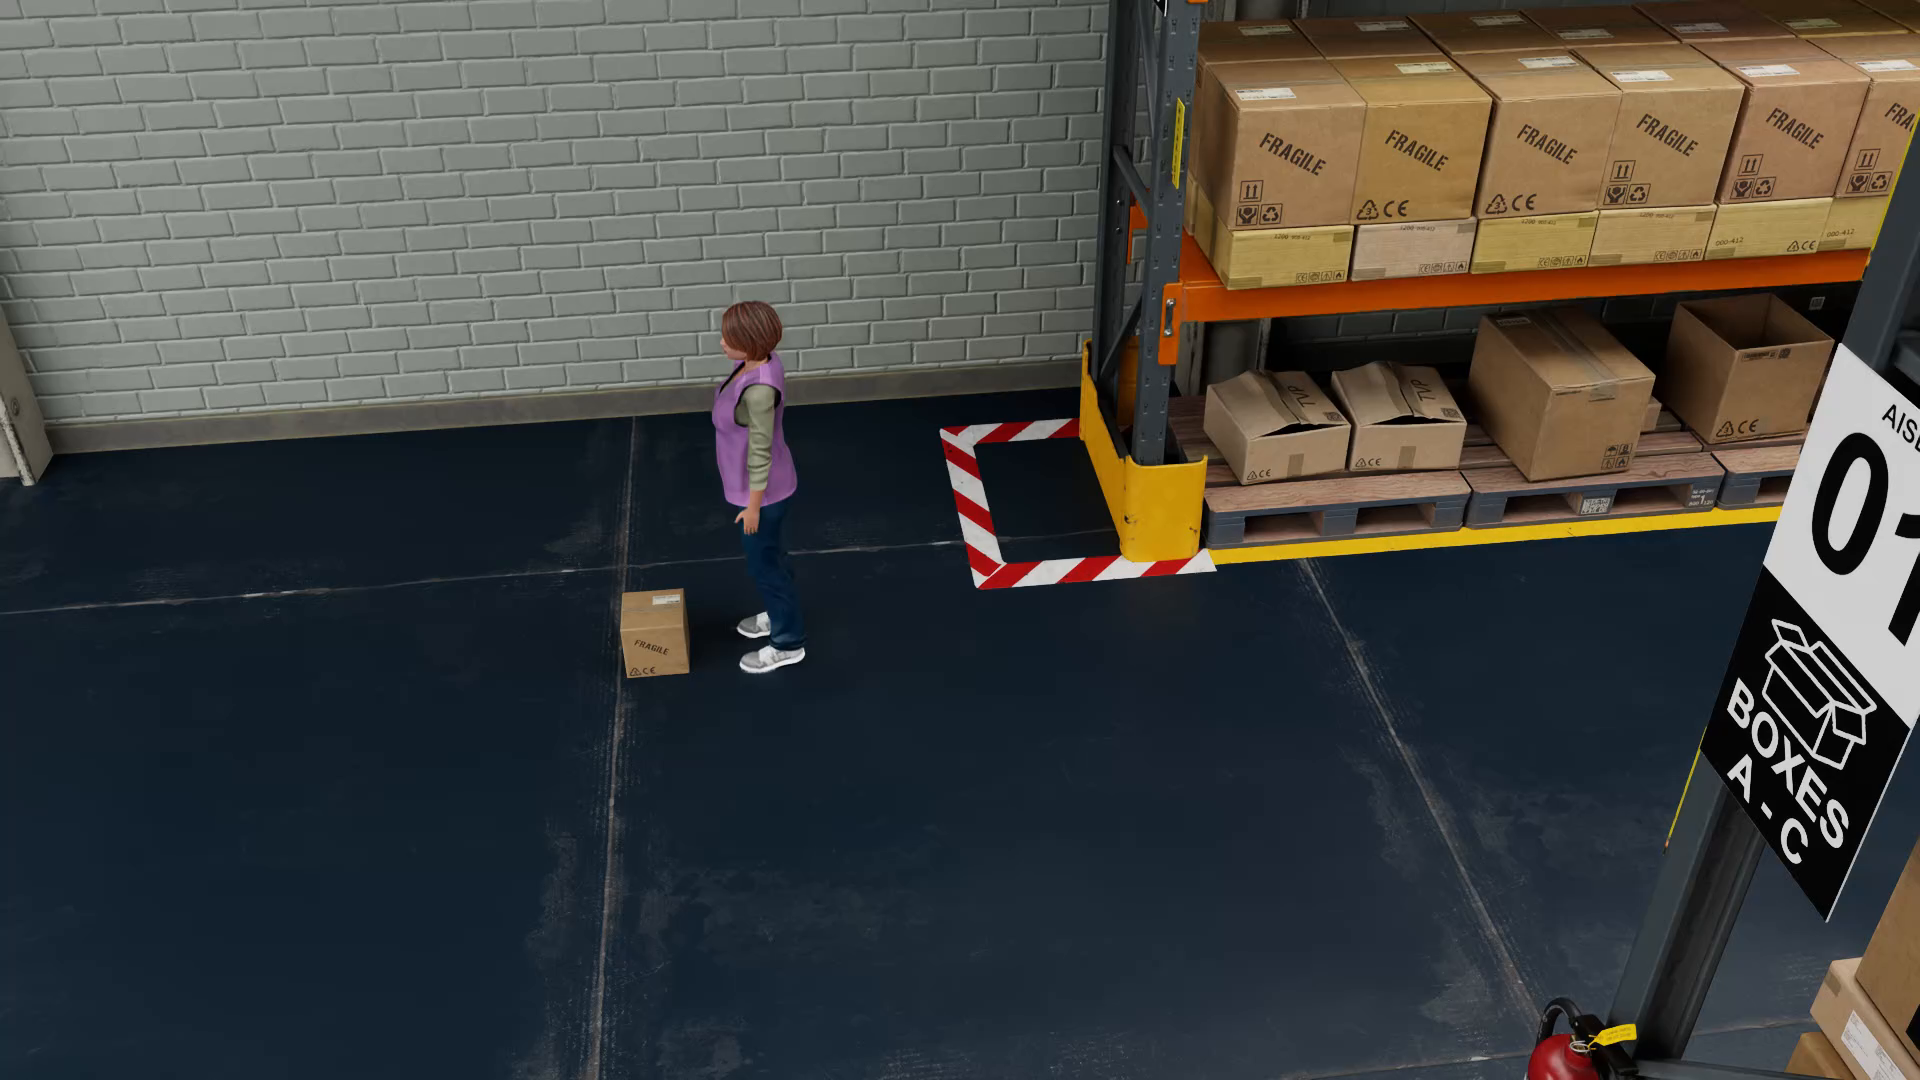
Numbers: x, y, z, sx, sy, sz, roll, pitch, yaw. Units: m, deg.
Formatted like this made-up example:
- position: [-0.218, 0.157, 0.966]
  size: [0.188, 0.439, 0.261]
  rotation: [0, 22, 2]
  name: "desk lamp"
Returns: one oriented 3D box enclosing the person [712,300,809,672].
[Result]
- position: [-0.776, -0.198, 6.438]
  size: [0.304, 1.605, 0.407]
  rotation: [-4, 35, -5]
  name: "person"
